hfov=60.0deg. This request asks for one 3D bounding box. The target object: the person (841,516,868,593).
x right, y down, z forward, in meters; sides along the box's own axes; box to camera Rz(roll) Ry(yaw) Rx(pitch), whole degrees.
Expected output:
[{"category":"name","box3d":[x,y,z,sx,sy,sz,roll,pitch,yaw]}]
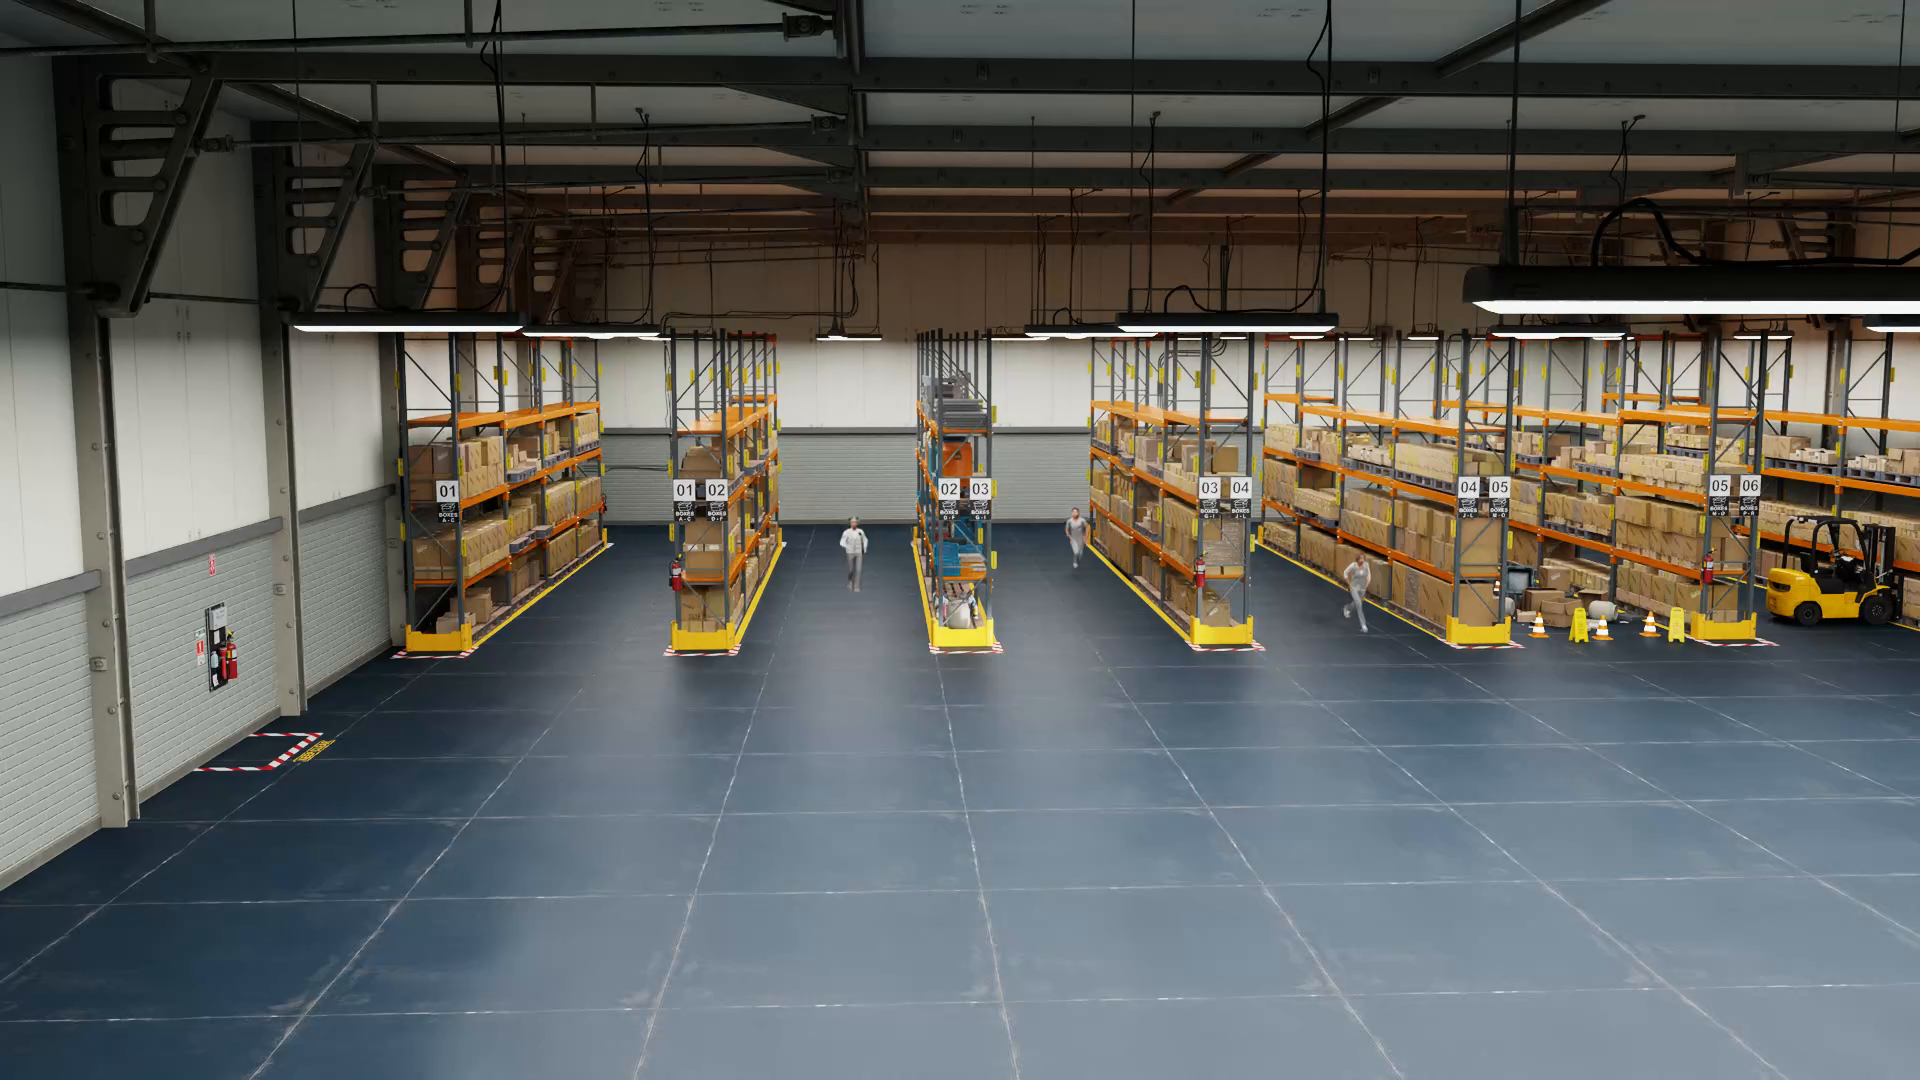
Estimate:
[{"category":"person","box3d":[-2.309,0.299,36.543,0.625,1.665,0.658,-1,7,-11]}]

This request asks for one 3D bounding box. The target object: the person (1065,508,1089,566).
[{"category":"person","box3d":[2.859,-0.058,40.753,0.579,1.474,0.642,0,7,4]}]

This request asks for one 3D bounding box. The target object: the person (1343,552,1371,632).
[{"category":"person","box3d":[7.981,1.011,33.525,0.537,1.586,0.968,-2,7,-15]}]
